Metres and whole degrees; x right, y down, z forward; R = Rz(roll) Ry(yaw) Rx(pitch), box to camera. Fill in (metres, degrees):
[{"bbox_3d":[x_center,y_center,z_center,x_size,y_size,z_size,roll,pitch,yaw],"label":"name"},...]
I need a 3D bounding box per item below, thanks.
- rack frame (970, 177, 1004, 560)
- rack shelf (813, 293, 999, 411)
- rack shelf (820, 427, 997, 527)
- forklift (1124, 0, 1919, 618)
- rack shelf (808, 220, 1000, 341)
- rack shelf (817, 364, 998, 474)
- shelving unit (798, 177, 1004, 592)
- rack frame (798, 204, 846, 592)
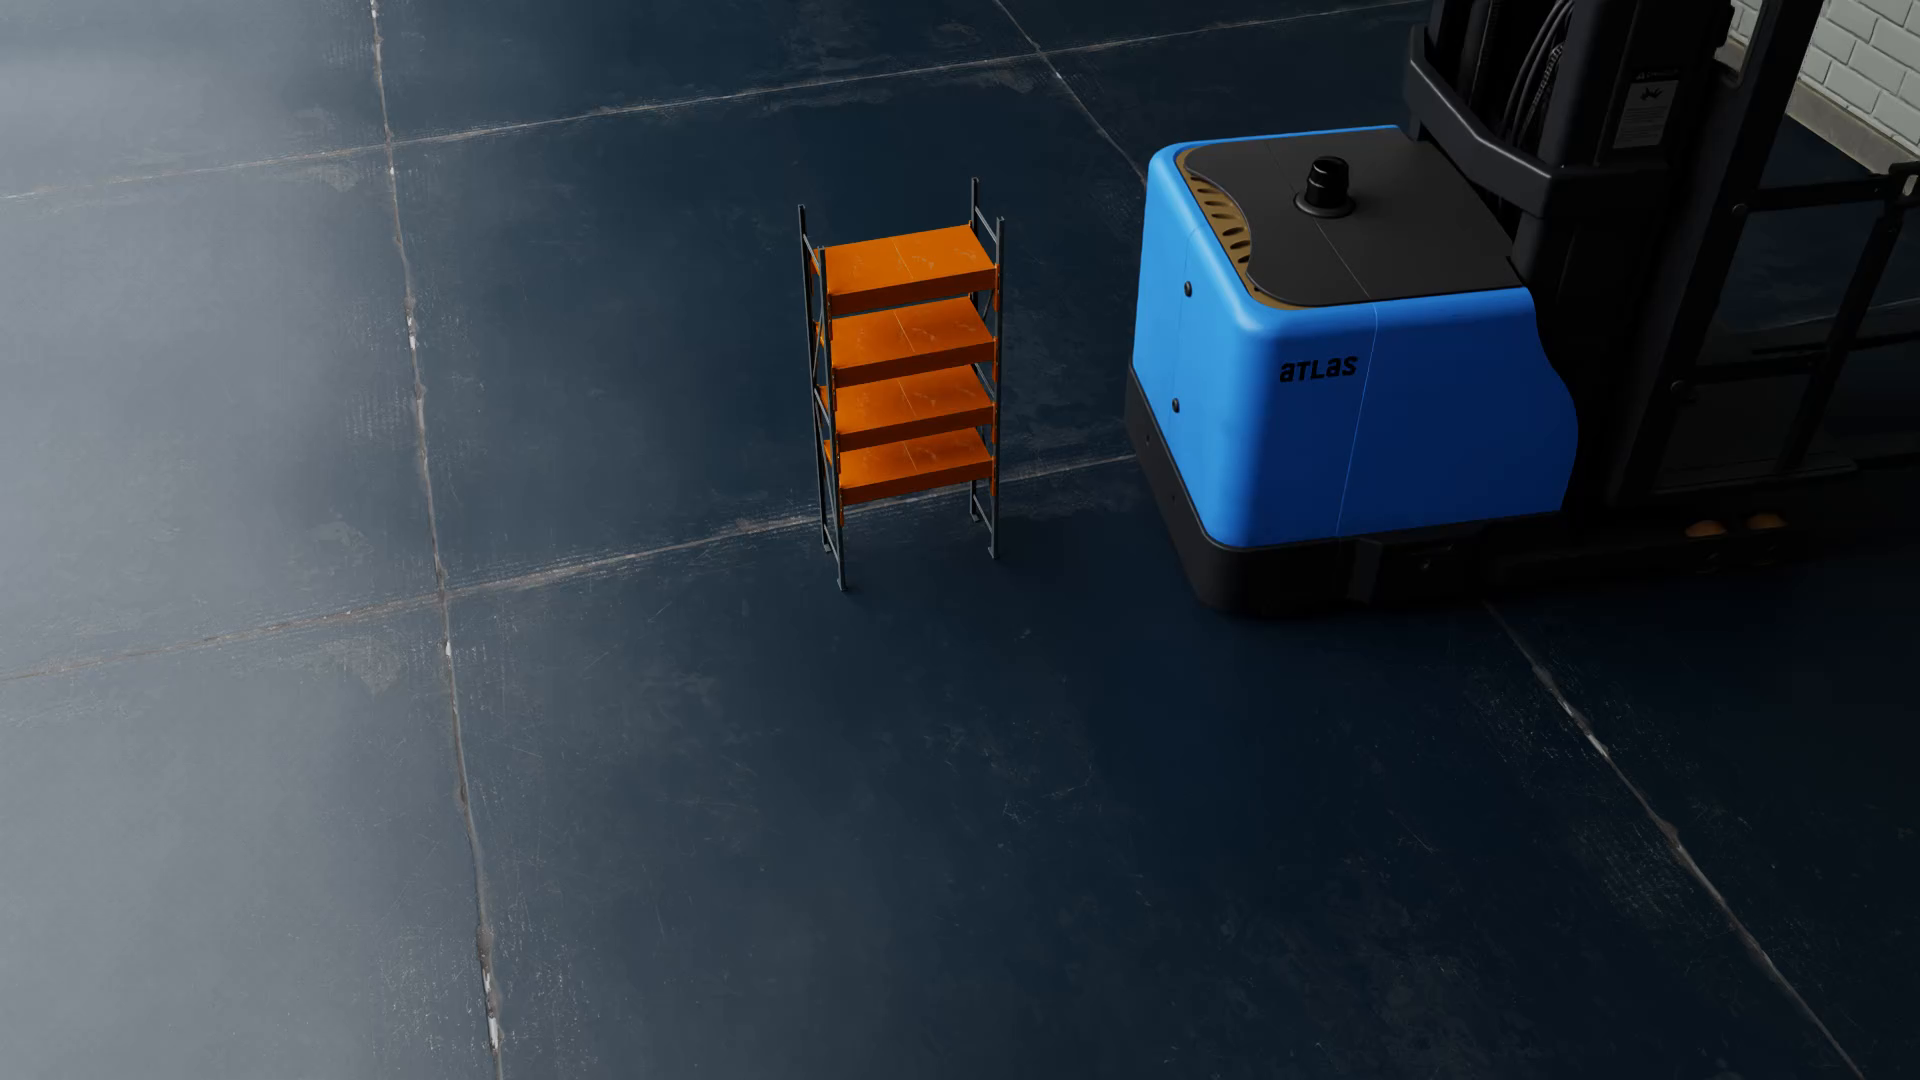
[{"bbox_3d":[0.075,-0.467,4.873,0.015,1.200,0.240,-12,42,-13],"label":"rack frame"},{"bbox_3d":[-0.158,-0.537,4.715,0.480,0.148,0.258,-12,42,-13],"label":"rack shelf"},{"bbox_3d":[-0.158,-0.219,4.993,0.480,0.148,0.258,-12,42,-13],"label":"rack shelf"},{"bbox_3d":[2.117,-1.340,4.555,3.031,2.935,1.130,-7,42,-8],"label":"forklift"},{"bbox_3d":[-0.158,-0.715,4.559,0.480,0.148,0.258,-12,42,-13],"label":"rack shelf"},{"bbox_3d":[-0.158,-0.368,4.862,0.480,0.148,0.258,-12,42,-13],"label":"rack shelf"},{"bbox_3d":[-0.158,-0.419,4.818,0.503,1.200,0.258,-12,42,-13],"label":"shelving unit"},{"bbox_3d":[-0.391,-0.371,4.763,0.015,1.200,0.240,-12,42,-13],"label":"rack frame"}]
